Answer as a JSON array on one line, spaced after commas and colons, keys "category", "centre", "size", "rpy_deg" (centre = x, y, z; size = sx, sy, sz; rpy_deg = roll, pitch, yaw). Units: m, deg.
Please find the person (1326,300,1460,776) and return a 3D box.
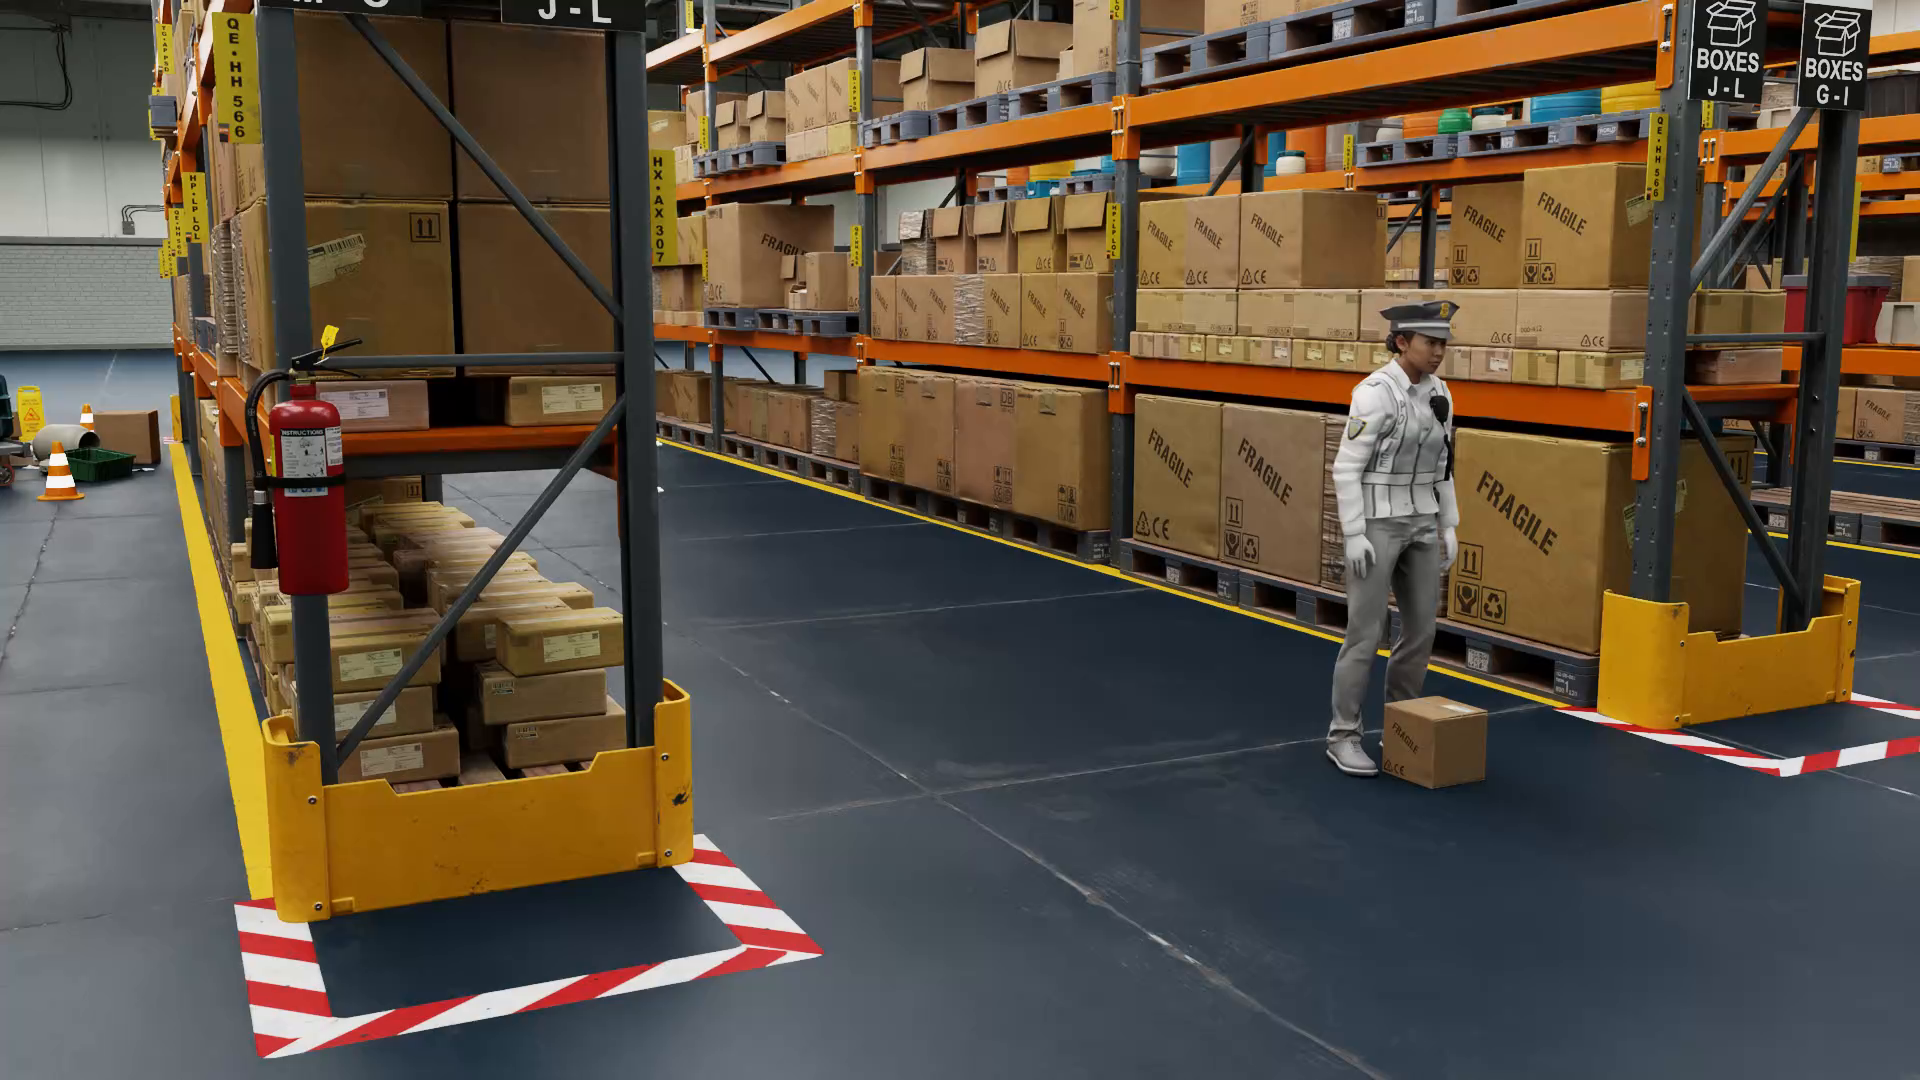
[{"category": "person", "centre": [1.567, -0.022, 5.966], "size": [0.547, 1.667, 0.369], "rpy_deg": [-5, 10, -29]}]
